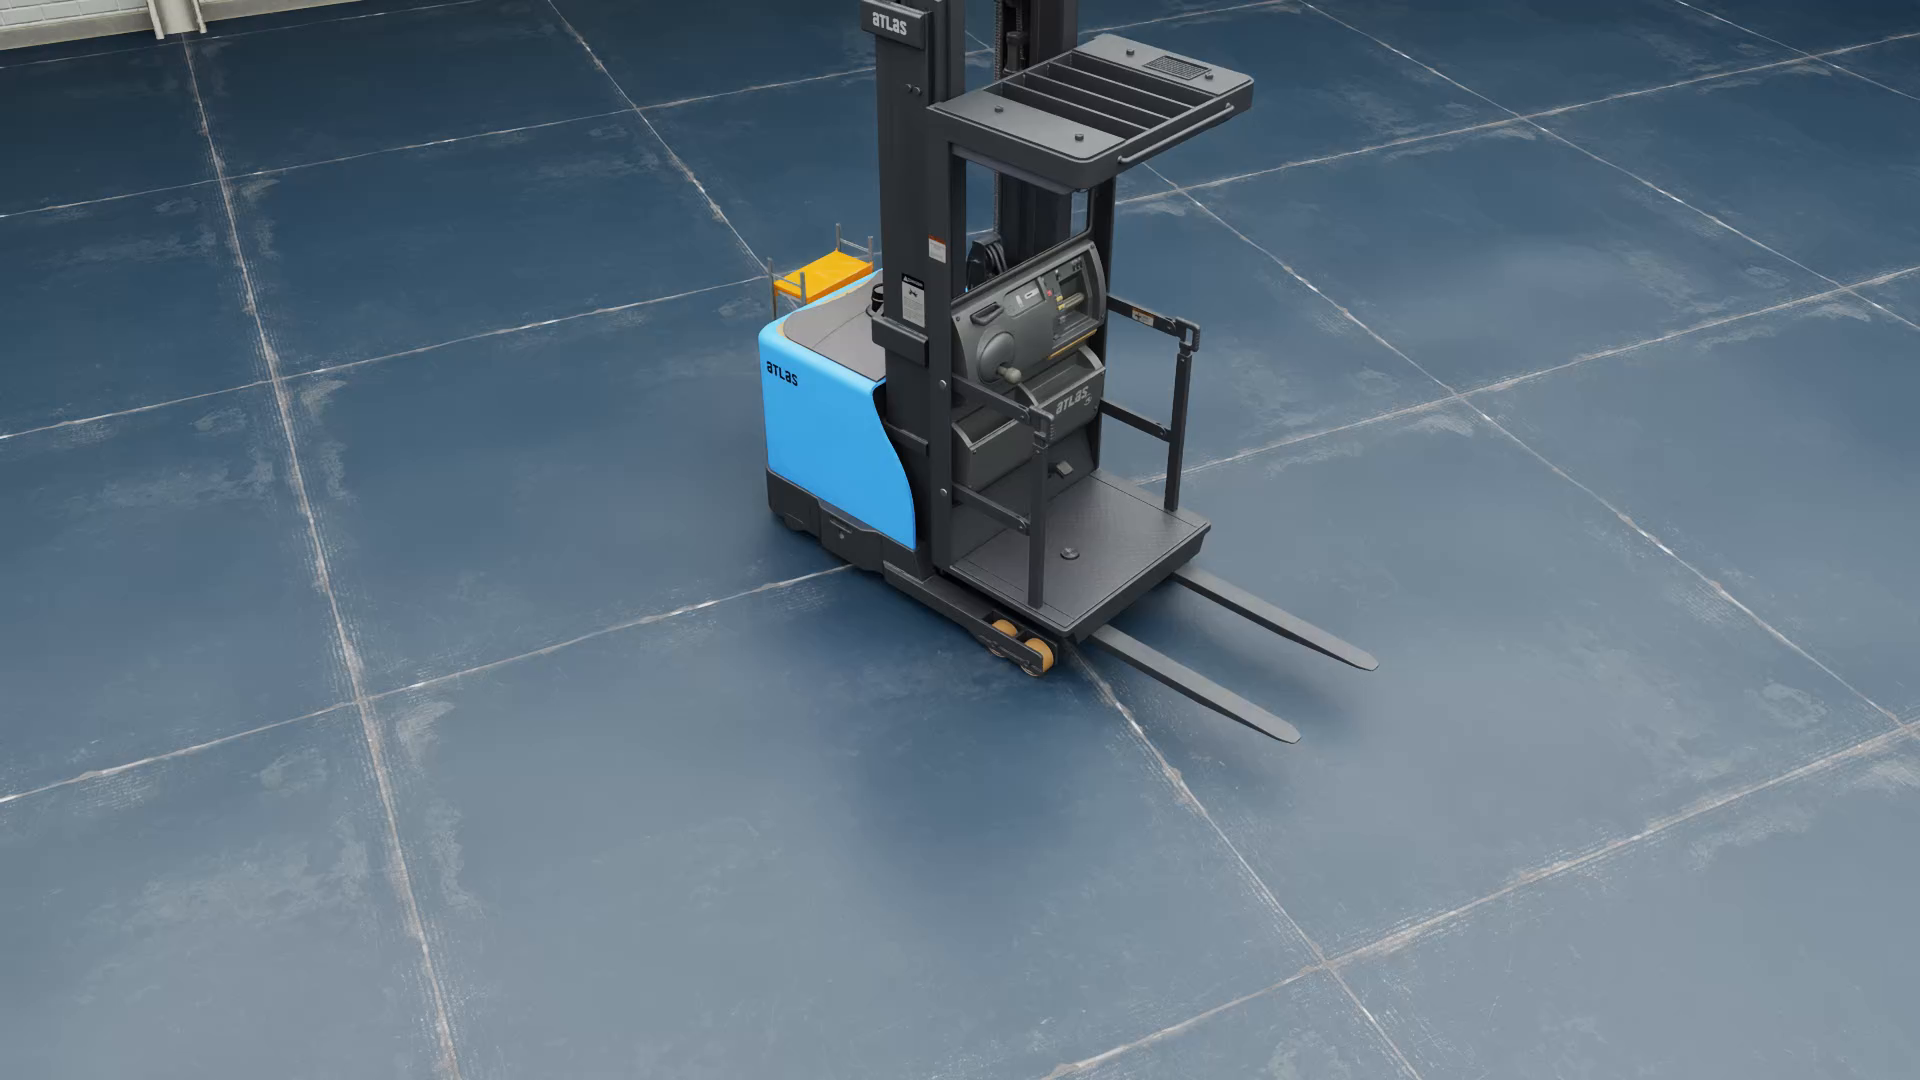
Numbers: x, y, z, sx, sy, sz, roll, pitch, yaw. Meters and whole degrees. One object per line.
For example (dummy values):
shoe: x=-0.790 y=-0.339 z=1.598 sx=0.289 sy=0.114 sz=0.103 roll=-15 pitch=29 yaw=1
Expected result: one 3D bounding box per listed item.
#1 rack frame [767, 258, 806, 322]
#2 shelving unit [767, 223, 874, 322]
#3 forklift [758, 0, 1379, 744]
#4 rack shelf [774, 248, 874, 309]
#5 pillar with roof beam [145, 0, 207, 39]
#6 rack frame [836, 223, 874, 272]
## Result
rack frame: x=-0.840 y=-0.843 z=8.380 sx=0.240 sy=1.200 sz=0.015 roll=26 pitch=44 yaw=31
shelving unit: x=-0.685 y=-0.955 z=8.531 sx=0.258 sy=1.200 sz=0.503 roll=26 pitch=44 yaw=31
forklift: x=0.464 y=-0.925 z=7.036 sx=3.031 sy=2.935 sz=1.130 roll=29 pitch=45 yaw=33
rack shelf: x=-0.685 y=-1.271 z=8.296 sx=0.258 sy=0.148 sz=0.480 roll=26 pitch=44 yaw=31
pillar with roof beam: x=-4.764 y=-5.609 z=8.258 sx=0.400 sy=9.000 sz=9.100 roll=-16 pitch=39 yaw=-20
rack frame: x=-0.529 y=-1.067 z=8.682 sx=0.240 sy=1.200 sz=0.015 roll=26 pitch=44 yaw=31
